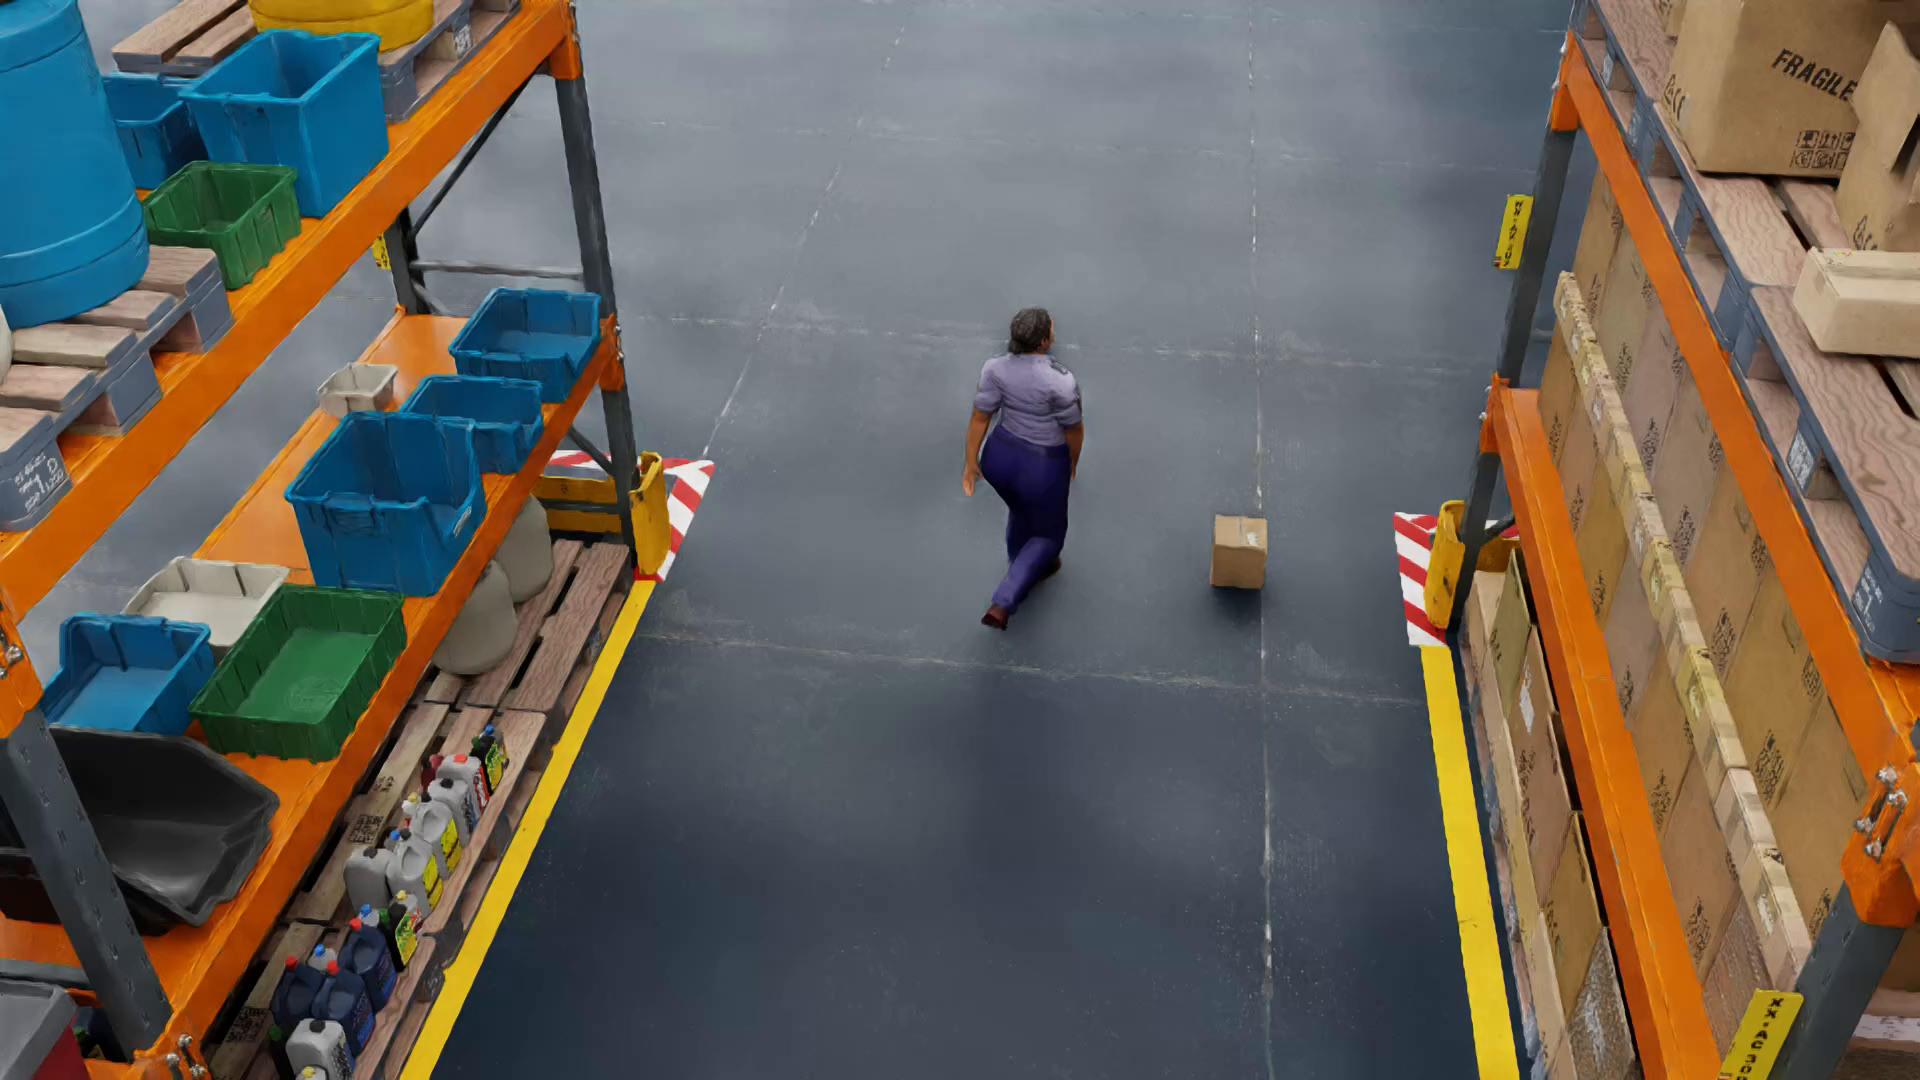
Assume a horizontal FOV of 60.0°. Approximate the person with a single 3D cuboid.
[{"bbox_3d":[0.284,-0.326,7.496,0.504,1.613,0.800,21,41,26],"label":"person"}]
